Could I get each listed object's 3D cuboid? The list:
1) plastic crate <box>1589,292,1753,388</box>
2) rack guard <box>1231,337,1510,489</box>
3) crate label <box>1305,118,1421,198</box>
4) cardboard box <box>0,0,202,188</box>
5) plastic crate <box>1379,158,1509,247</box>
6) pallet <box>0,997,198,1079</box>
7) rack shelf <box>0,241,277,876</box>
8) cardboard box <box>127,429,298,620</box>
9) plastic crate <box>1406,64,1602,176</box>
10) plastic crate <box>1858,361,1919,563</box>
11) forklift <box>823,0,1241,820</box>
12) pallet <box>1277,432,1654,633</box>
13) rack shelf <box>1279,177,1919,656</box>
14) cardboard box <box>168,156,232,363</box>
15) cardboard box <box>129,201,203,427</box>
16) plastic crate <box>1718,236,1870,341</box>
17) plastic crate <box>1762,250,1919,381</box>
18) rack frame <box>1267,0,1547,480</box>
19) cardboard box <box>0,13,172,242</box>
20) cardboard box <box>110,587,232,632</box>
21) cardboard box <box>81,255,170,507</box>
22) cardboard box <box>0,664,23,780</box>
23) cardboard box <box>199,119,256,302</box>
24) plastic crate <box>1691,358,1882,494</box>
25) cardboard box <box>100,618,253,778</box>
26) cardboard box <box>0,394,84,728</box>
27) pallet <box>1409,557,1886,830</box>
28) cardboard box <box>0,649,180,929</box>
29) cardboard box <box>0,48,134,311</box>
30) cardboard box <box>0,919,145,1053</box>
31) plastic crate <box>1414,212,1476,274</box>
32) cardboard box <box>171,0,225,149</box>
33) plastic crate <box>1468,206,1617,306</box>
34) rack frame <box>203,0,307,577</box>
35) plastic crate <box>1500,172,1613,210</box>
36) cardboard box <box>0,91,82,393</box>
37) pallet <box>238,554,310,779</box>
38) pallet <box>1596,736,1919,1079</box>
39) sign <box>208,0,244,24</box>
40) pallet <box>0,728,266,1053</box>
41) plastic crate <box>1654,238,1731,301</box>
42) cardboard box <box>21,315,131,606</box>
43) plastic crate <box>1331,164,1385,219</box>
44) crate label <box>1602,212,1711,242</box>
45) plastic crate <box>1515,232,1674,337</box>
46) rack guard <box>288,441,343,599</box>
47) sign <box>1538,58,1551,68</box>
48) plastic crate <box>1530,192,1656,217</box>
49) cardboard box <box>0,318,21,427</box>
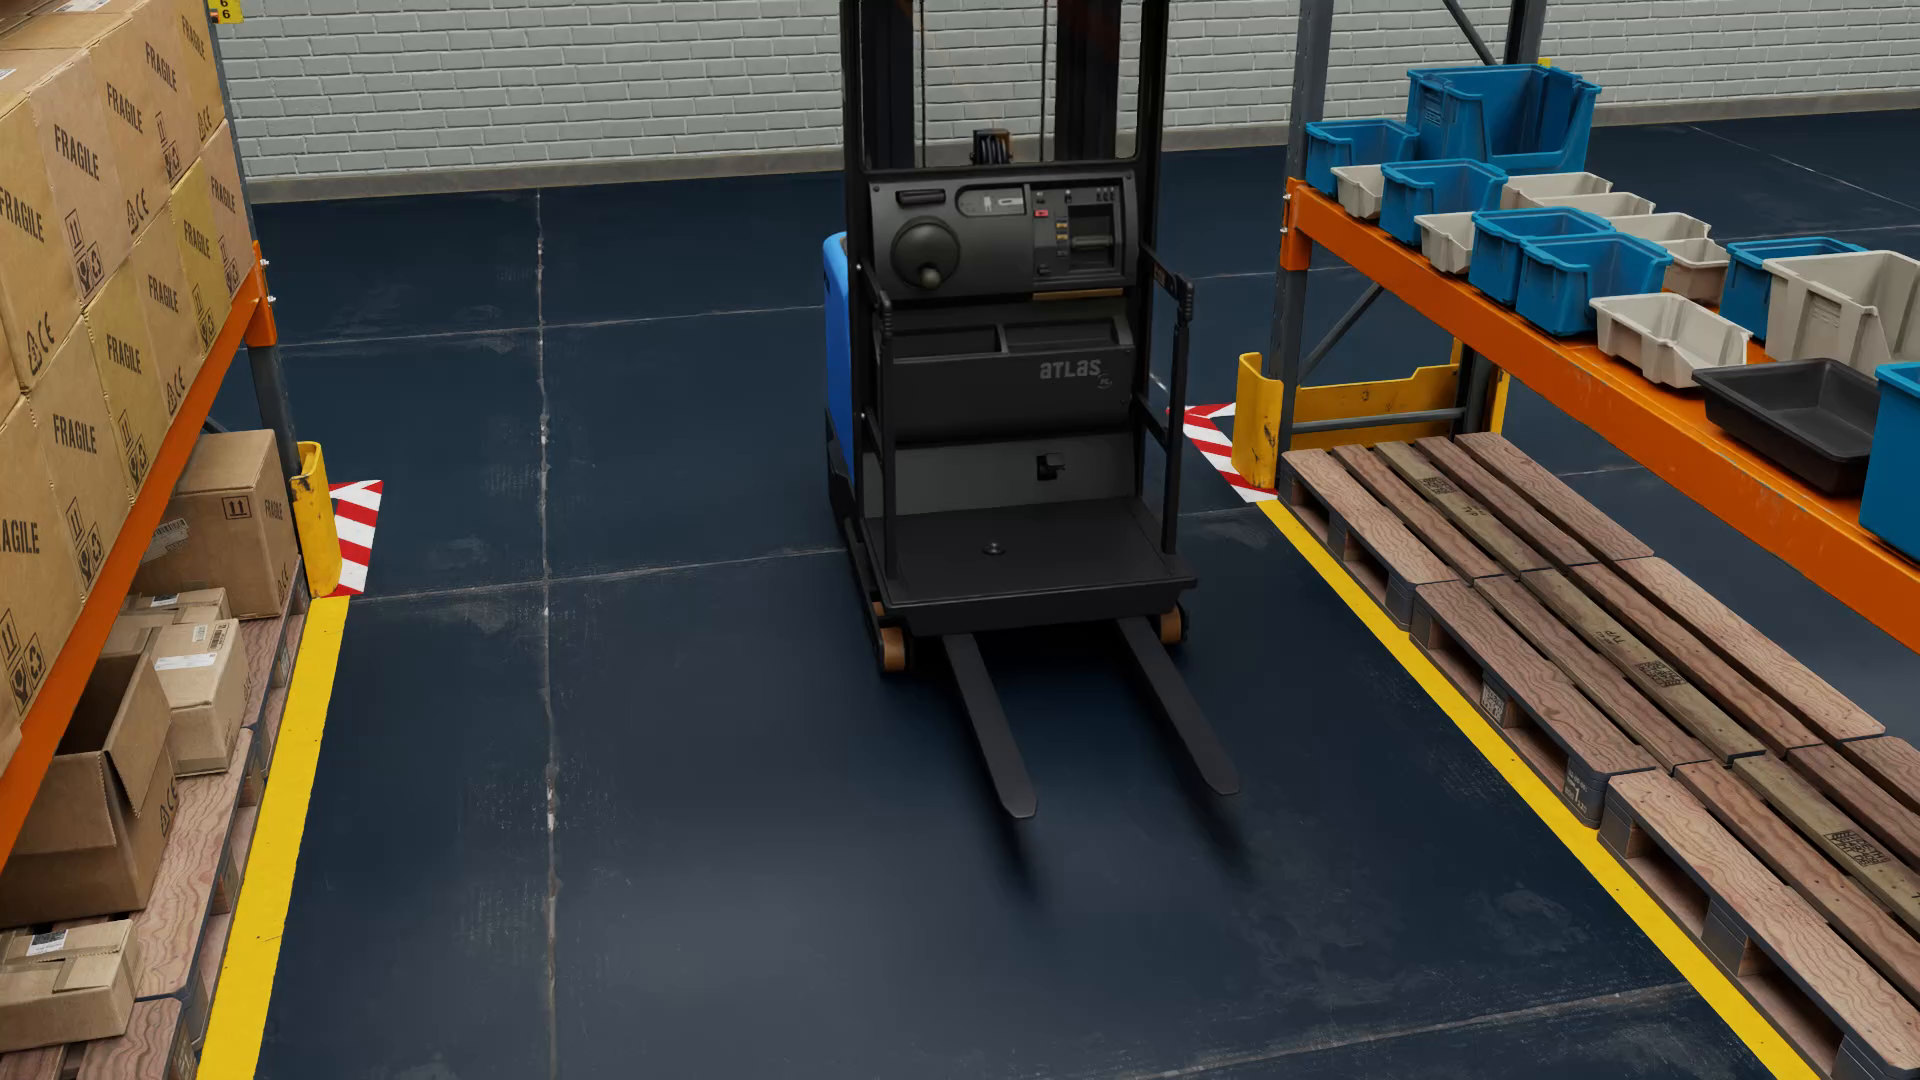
[{"bbox_3d":[2.040,-0.564,4.765,0.293,0.136,0.466,-6,27,-12],"label":"plastic crate"},{"bbox_3d":[1.805,-0.570,7.325,1.175,0.500,0.348,-6,27,-12],"label":"rack guard"},{"bbox_3d":[1.558,-1.487,6.487,0.416,0.233,0.303,-6,27,-12],"label":"crate label"},{"bbox_3d":[-2.520,-1.278,4.732,0.500,0.500,0.500,-5,27,-10],"label":"cardboard box"},{"bbox_3d":[1.707,-1.198,5.914,0.416,0.233,0.300,-6,27,-12],"label":"plastic crate"},{"bbox_3d":[-2.256,1.524,3.497,1.003,0.211,1.213,-6,27,-12],"label":"pallet"},{"bbox_3d":[-2.553,0.023,4.173,1.077,0.370,4.000,-6,27,-12],"label":"rack shelf"},{"bbox_3d":[-2.641,-0.043,5.791,0.500,0.500,0.500,-6,27,-12],"label":"cardboard box"},{"bbox_3d":[2.081,-1.592,6.469,0.616,0.435,0.499,-6,27,-12],"label":"plastic crate"},{"bbox_3d":[2.287,-0.111,3.592,0.392,0.384,0.575,-6,27,-12],"label":"plastic crate"},{"bbox_3d":[0.198,-1.021,5.521,1.130,2.935,3.031,-5,27,-10],"label":"forklift"},{"bbox_3d":[1.971,-0.066,6.647,1.003,0.211,1.213,-6,27,-12],"label":"pallet"},{"bbox_3d":[2.274,-0.478,5.166,1.077,0.370,4.000,-6,27,-12],"label":"rack shelf"},{"bbox_3d":[-2.517,-0.824,4.943,0.500,0.500,0.500,-6,27,-11],"label":"cardboard box"},{"bbox_3d":[-2.410,-0.604,4.508,0.500,0.500,0.500,-6,27,-11],"label":"cardboard box"},{"bbox_3d":[2.536,-0.754,5.033,0.416,0.233,0.300,-6,27,-12],"label":"plastic crate"},{"bbox_3d":[2.560,-0.584,4.643,0.437,0.282,0.530,-6,27,-12],"label":"plastic crate"},{"bbox_3d":[1.823,-1.677,6.744,1.000,3.000,0.127,-6,27,-12],"label":"rack frame"},{"bbox_3d":[-2.399,-1.050,4.282,0.500,0.500,0.500,-5,27,-10],"label":"cardboard box"},{"bbox_3d":[-2.637,0.293,5.496,0.380,0.166,0.250,-6,27,-12],"label":"cardboard box"},{"bbox_3d":[-2.296,-0.383,4.069,0.500,0.500,0.500,-6,27,-12],"label":"cardboard box"},{"bbox_3d":[-1.951,0.284,2.747,0.500,0.500,0.500,-5,27,-10],"label":"cardboard box"},{"bbox_3d":[-2.637,-1.051,5.393,0.500,0.500,0.500,-5,27,-10],"label":"cardboard box"},{"bbox_3d":[2.211,-0.289,4.233,0.437,0.125,0.590,-6,27,-12],"label":"plastic crate"},{"bbox_3d":[-2.456,0.489,5.015,0.500,0.250,0.500,-6,27,-12],"label":"cardboard box"},{"bbox_3d":[-2.070,0.060,3.192,0.500,0.500,0.500,-5,27,-11],"label":"cardboard box"},{"bbox_3d":[2.243,0.468,5.588,1.003,0.211,1.213,-6,27,-12],"label":"pallet"},{"bbox_3d":[-2.530,0.674,4.368,0.797,0.503,0.637,-6,27,-12],"label":"cardboard box"},{"bbox_3d":[-2.283,-0.825,3.835,0.500,0.500,0.500,-5,27,-10],"label":"cardboard box"},{"bbox_3d":[-2.190,1.064,3.970,0.380,0.166,0.250,-6,27,-12],"label":"cardboard box"},{"bbox_3d":[1.703,-0.997,5.623,0.250,0.136,0.298,-6,27,-12],"label":"plastic crate"},{"bbox_3d":[-2.635,-1.499,5.171,0.500,0.500,0.500,-6,27,-12],"label":"cardboard box"},{"bbox_3d":[1.855,-0.909,5.342,0.416,0.233,0.300,-6,27,-12],"label":"plastic crate"},{"bbox_3d":[-3.003,-1.176,5.750,1.000,3.000,0.127,-6,27,-12],"label":"rack frame"},{"bbox_3d":[2.184,-1.247,6.117,0.396,0.136,0.243,-6,27,-12],"label":"plastic crate"},{"bbox_3d":[-2.166,-0.598,3.386,0.500,0.500,0.500,-7,28,-13],"label":"cardboard box"},{"bbox_3d":[-2.806,0.453,5.620,1.003,0.211,1.213,-6,27,-12],"label":"pallet"},{"bbox_3d":[2.521,1.005,4.525,1.003,0.211,1.213,-6,27,-12],"label":"pallet"},{"bbox_3d":[-2.458,-1.881,5.513,0.100,0.325,0.005,-6,27,-12],"label":"sign"},{"bbox_3d":[-2.534,0.987,4.560,1.003,0.211,1.213,-6,27,-12],"label":"pallet"},{"bbox_3d":[2.406,-0.870,5.371,0.298,0.136,0.250,-6,27,-12],"label":"plastic crate"},{"bbox_3d":[-2.180,-0.160,3.627,0.500,0.500,0.500,-6,27,-12],"label":"cardboard box"},{"bbox_3d":[1.550,-1.295,6.213,0.250,0.136,0.298,-6,27,-12],"label":"plastic crate"},{"bbox_3d":[2.321,-0.998,5.624,0.396,0.136,0.243,-6,27,-12],"label":"crate label"},{"bbox_3d":[1.923,-0.778,5.081,0.416,0.233,0.300,-6,27,-12],"label":"plastic crate"},{"bbox_3d":[-2.986,-0.026,6.248,1.175,0.500,0.348,-6,27,-12],"label":"rack guard"},{"bbox_3d":[2.356,-1.813,6.832,0.100,0.325,0.005,-6,27,-12],"label":"sign"},{"bbox_3d":[2.235,-1.118,5.862,0.396,0.136,0.243,-6,27,-12],"label":"plastic crate"},{"bbox_3d":[-2.051,-0.373,2.939,0.500,0.500,0.500,-7,28,-13],"label":"cardboard box"}]
